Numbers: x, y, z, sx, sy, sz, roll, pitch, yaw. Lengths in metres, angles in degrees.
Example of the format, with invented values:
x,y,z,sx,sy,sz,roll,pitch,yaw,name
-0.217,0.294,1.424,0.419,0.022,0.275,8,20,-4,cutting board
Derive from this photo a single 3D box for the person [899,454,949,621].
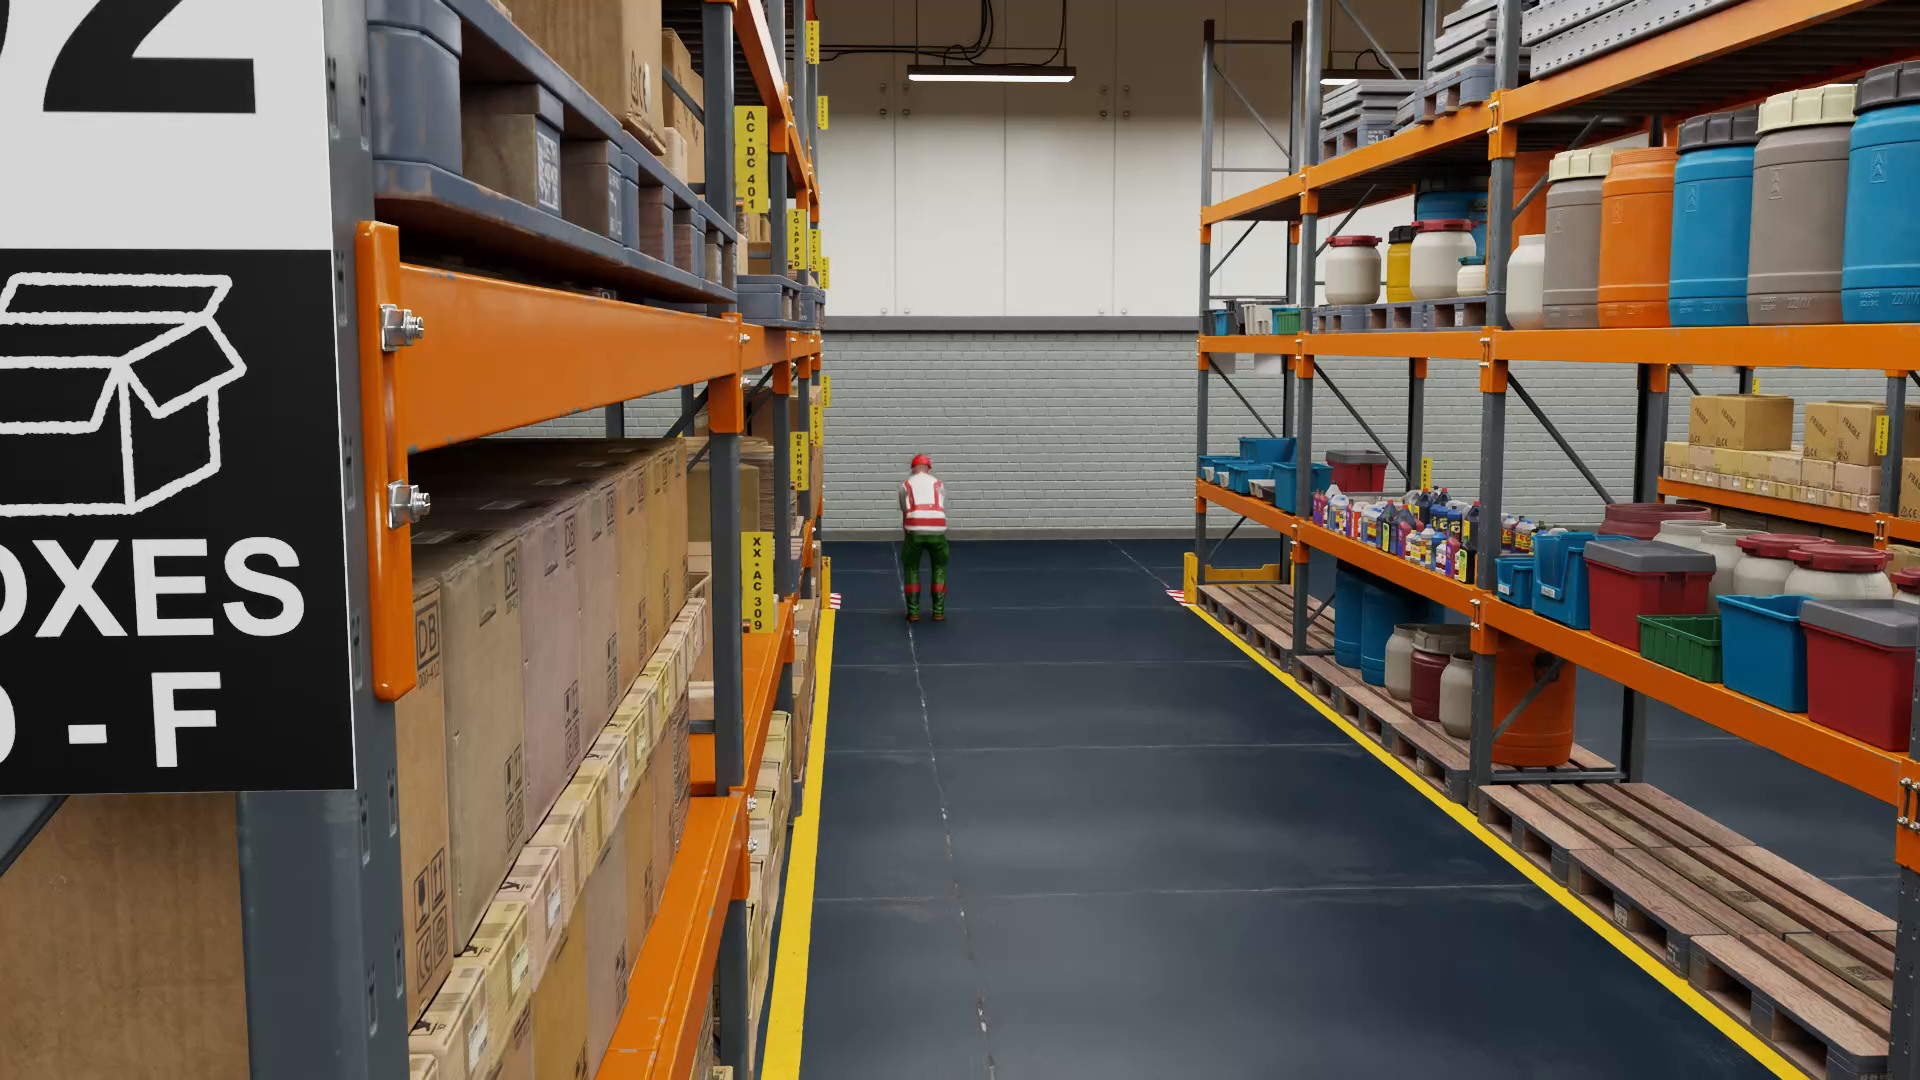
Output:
x,y,z,sx,sy,sz,roll,pitch,yaw,name
-0.363,-0.036,16.620,0.490,1.627,0.741,-1,7,-5,person
